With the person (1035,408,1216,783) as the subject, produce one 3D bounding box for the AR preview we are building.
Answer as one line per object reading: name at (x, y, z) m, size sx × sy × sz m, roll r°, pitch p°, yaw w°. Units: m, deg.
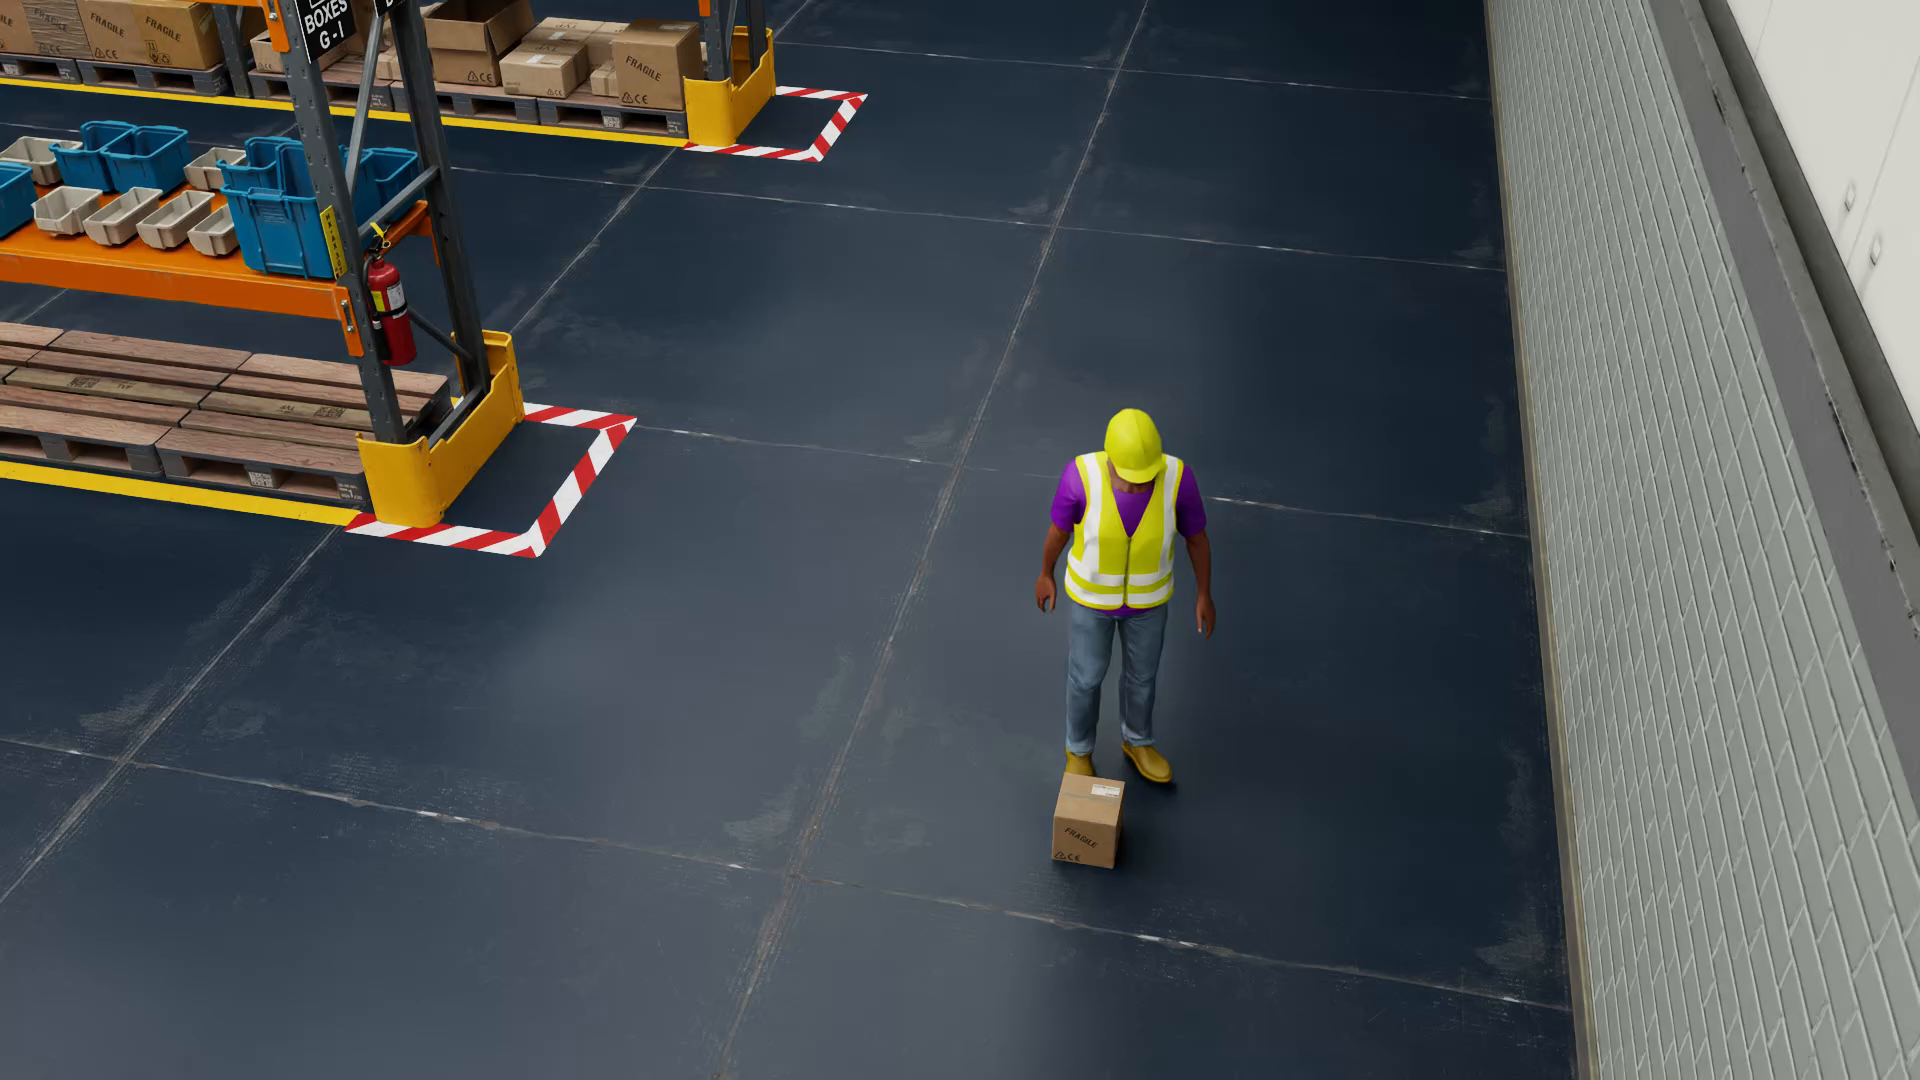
person at (0.666, 0.245, 6.607) m, size 0.701 × 1.802 × 0.408 m, roll -3°, pitch 36°, yaw -4°
